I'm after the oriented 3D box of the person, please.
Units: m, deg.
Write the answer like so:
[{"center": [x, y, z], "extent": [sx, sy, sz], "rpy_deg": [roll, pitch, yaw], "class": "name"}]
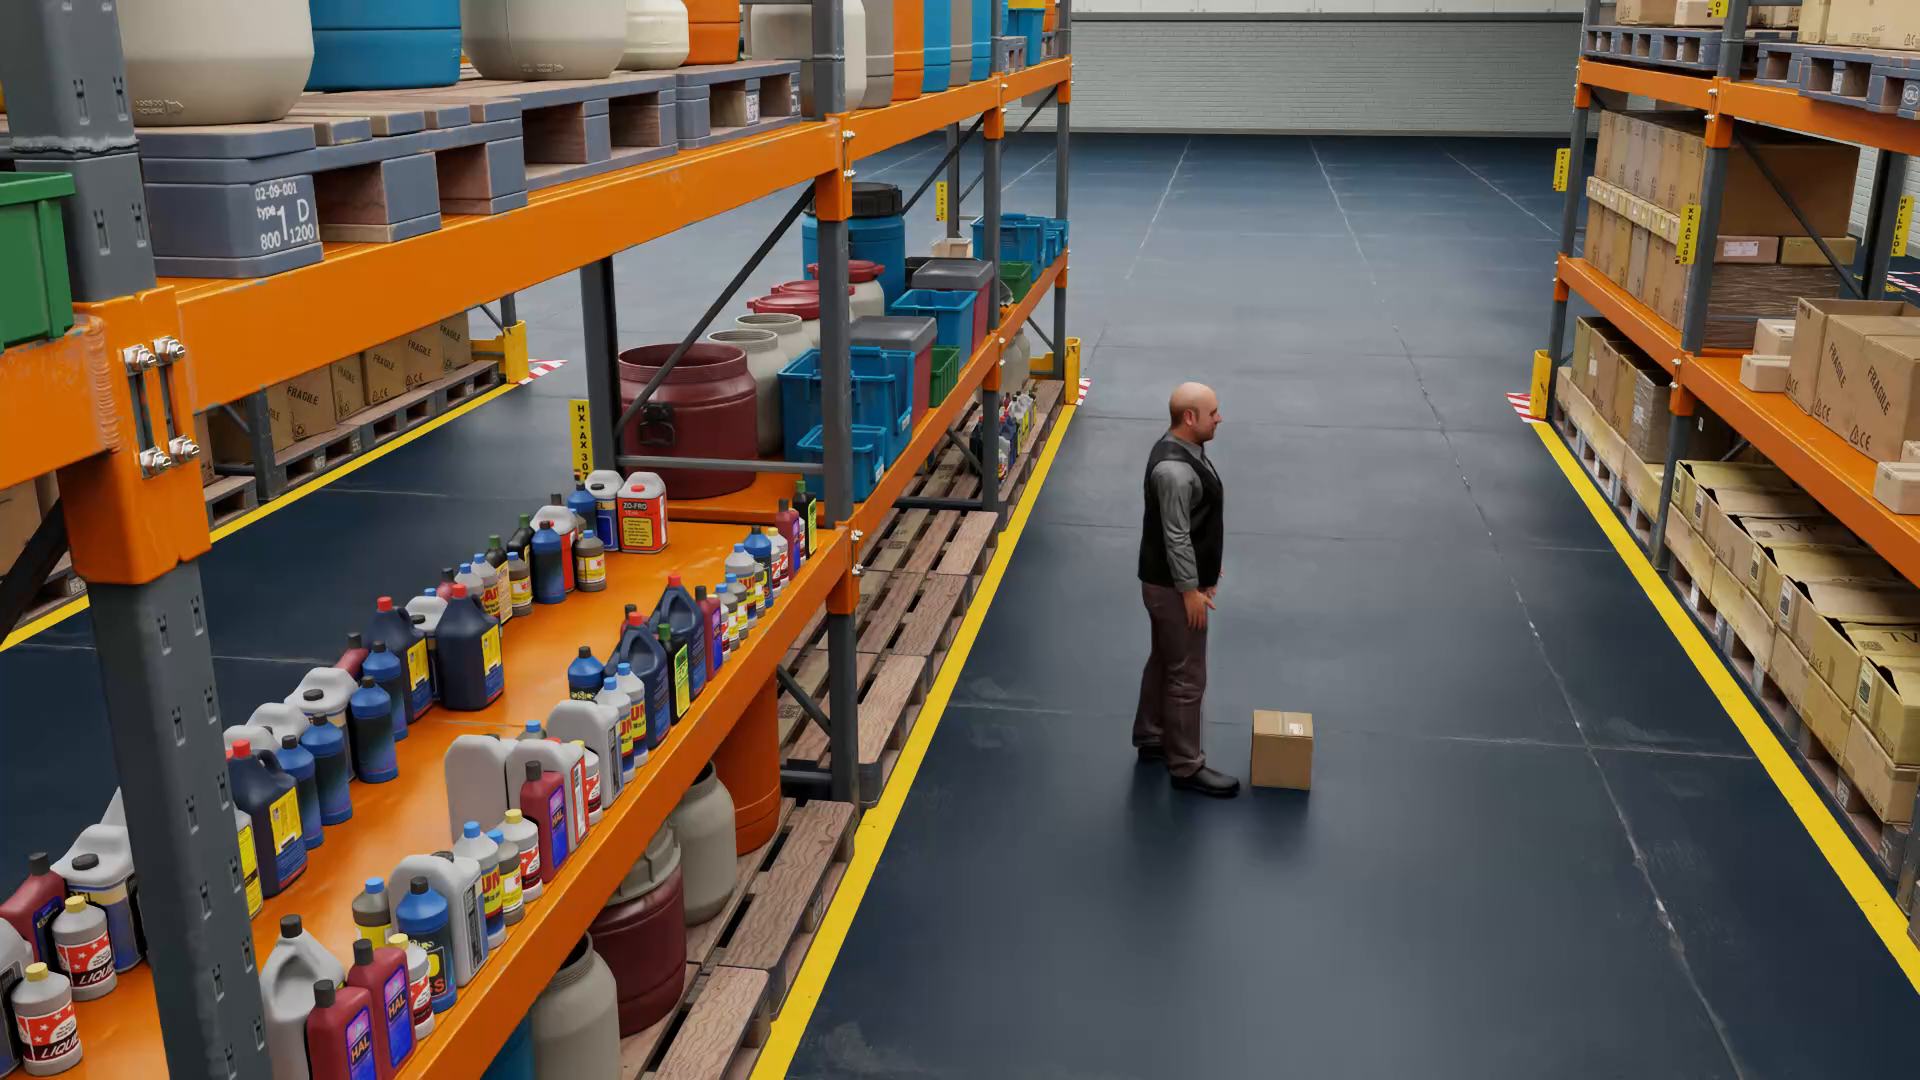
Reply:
[{"center": [0.985, 0.183, 7.027], "extent": [0.480, 1.726, 0.542], "rpy_deg": [3, 18, 9], "class": "person"}]
